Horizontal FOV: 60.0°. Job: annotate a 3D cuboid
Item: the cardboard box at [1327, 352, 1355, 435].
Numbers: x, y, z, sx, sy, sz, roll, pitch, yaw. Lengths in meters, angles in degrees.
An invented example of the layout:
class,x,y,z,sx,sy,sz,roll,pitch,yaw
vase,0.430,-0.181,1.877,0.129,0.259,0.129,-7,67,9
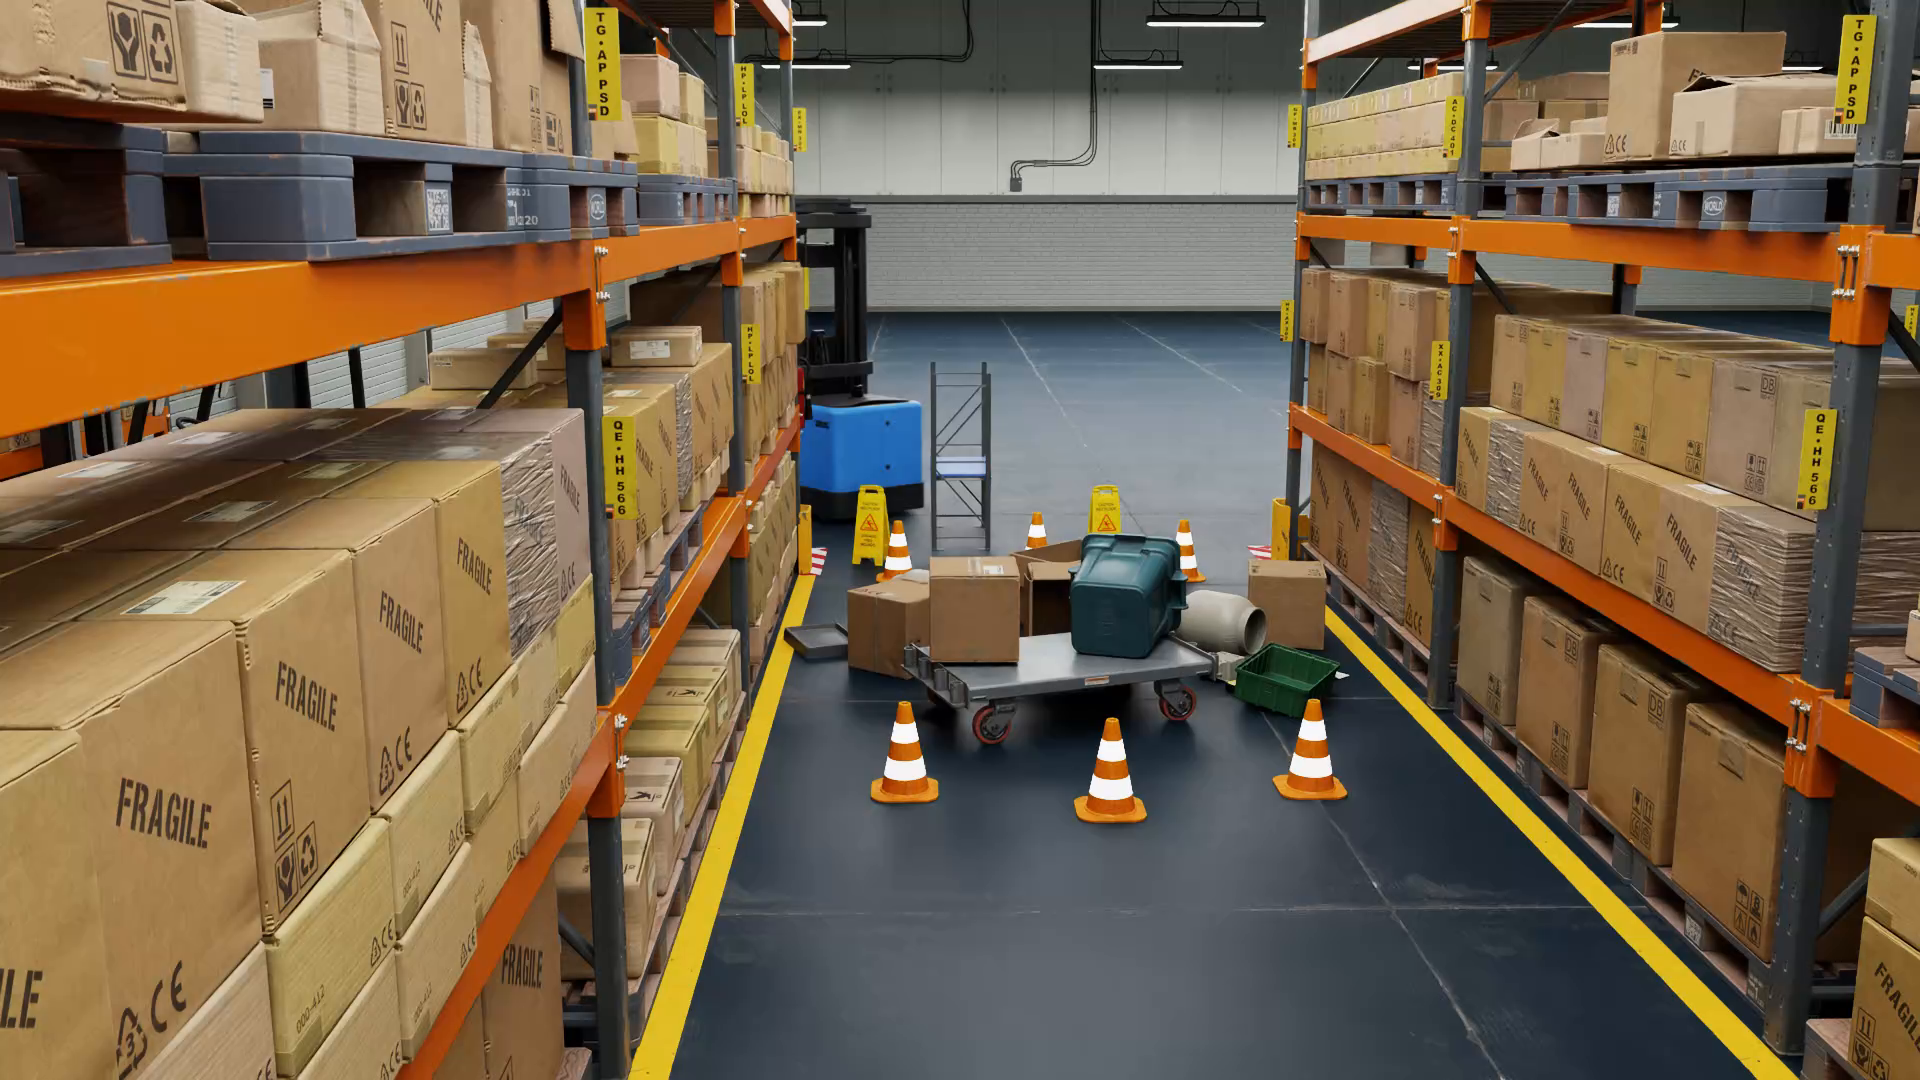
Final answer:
class,x,y,z,sx,sy,sz,roll,pitch,yaw
cardboard box,3.134,-1.064,11.883,0.875,0.550,0.550,0,11,-1

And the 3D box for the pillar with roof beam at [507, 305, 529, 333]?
class,x,y,z,sx,sy,sz,roll,pitch,yaw
pillar with roof beam,-3.702,-7.618,29.474,9.100,9.000,0.548,0,11,-1

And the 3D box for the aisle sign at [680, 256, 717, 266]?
class,x,y,z,sx,sy,sz,roll,pitch,yaw
aisle sign,-2.096,-2.530,12.947,0.394,0.787,0.004,0,11,-1

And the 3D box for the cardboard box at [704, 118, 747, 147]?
class,x,y,z,sx,sy,sz,roll,pitch,yaw
cardboard box,-1.383,-2.252,9.195,0.380,0.149,0.250,0,11,-2

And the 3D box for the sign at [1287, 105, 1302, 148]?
class,x,y,z,sx,sy,sz,roll,pitch,yaw
sign,2.607,-3.222,12.952,0.100,0.325,0.005,0,11,-1

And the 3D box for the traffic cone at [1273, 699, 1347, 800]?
class,x,y,z,sx,sy,sz,roll,pitch,yaw
traffic cone,1.762,1.026,8.339,0.336,0.463,0.334,0,11,-1

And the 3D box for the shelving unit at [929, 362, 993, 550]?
class,x,y,z,sx,sy,sz,roll,pitch,yaw
shelving unit,-0.002,-0.752,14.494,0.538,1.500,1.048,0,11,-1

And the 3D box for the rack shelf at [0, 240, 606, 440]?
class,x,y,z,sx,sy,sz,roll,pitch,yaw
rack shelf,-1.579,-0.375,3.127,1.077,0.370,4.000,0,11,-1

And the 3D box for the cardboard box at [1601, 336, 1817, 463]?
class,x,y,z,sx,sy,sz,roll,pitch,yaw
cardboard box,3.292,-0.628,7.342,0.700,0.500,0.500,0,11,-2

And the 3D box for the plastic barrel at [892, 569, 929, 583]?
class,x,y,z,sx,sy,sz,roll,pitch,yaw
plastic barrel,-0.229,0.422,11.414,0.512,0.421,0.421,9,15,38

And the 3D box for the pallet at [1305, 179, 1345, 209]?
class,x,y,z,sx,sy,sz,roll,pitch,yaw
pallet,3.187,-2.565,12.335,1.003,0.211,1.213,0,11,-1

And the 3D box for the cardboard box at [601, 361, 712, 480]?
class,x,y,z,sx,sy,sz,roll,pitch,yaw
cardboard box,-1.447,-0.558,7.711,0.500,0.500,0.500,0,11,1

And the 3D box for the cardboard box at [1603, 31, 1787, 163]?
class,x,y,z,sx,sy,sz,roll,pitch,yaw
cardboard box,3.011,-1.813,6.850,0.500,0.500,0.500,0,11,-1

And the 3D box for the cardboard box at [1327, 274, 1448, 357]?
class,x,y,z,sx,sy,sz,roll,pitch,yaw
cardboard box,3.110,-1.593,11.776,0.875,0.550,0.550,0,11,-1

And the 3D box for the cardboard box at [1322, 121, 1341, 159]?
class,x,y,z,sx,sy,sz,roll,pitch,yaw
cardboard box,2.927,-2.885,12.011,0.500,0.250,0.500,0,11,-2

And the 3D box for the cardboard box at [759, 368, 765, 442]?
class,x,y,z,sx,sy,sz,roll,pitch,yaw
cardboard box,-1.467,-0.833,10.121,0.500,0.500,0.500,0,11,-1

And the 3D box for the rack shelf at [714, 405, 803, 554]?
class,x,y,z,sx,sy,sz,roll,pitch,yaw
rack shelf,-1.744,-0.495,11.263,1.077,0.370,4.000,0,11,-1

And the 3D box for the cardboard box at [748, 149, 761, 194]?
class,x,y,z,sx,sy,sz,roll,pitch,yaw
cardboard box,-1.458,-2.183,9.861,0.500,0.250,0.500,0,11,-2

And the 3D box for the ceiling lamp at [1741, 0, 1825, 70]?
class,x,y,z,sx,sy,sz,roll,pitch,yaw
ceiling lamp,18.359,-12.187,37.316,2.000,3.185,0.800,0,11,-1

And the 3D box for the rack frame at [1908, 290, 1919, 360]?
class,x,y,z,sx,sy,sz,roll,pitch,yaw
rack frame,8.123,-1.286,13.352,1.000,3.000,0.127,0,11,-1

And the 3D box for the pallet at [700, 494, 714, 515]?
class,x,y,z,sx,sy,sz,roll,pitch,yaw
pallet,-1.832,-0.203,8.499,1.003,0.211,1.213,0,11,-1

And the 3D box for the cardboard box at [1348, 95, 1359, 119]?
class,x,y,z,sx,sy,sz,roll,pitch,yaw
cardboard box,2.876,-2.958,11.368,0.380,0.149,0.250,0,11,-2

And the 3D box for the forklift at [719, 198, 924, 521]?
class,x,y,z,sx,sy,sz,roll,pitch,yaw
forklift,-1.653,-1.847,16.294,1.130,2.935,3.031,-9,15,-38

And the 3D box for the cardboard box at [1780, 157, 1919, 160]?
class,x,y,z,sx,sy,sz,roll,pitch,yaw
cardboard box,3.522,-1.591,6.382,0.500,0.250,0.500,0,11,0

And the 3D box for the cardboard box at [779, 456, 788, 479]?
class,x,y,z,sx,sy,sz,roll,pitch,yaw
cardboard box,-1.431,-0.508,11.860,0.380,0.149,0.250,0,11,0

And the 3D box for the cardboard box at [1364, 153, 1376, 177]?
class,x,y,z,sx,sy,sz,roll,pitch,yaw
cardboard box,2.885,-2.466,10.952,0.380,0.149,0.250,0,11,-1

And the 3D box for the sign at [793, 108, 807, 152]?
class,x,y,z,sx,sy,sz,roll,pitch,yaw
sign,-1.230,-3.147,12.757,0.100,0.325,0.005,0,11,-1

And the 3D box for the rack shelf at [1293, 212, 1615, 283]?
class,x,y,z,sx,sy,sz,roll,pitch,yaw
rack shelf,3.203,-2.005,11.164,1.077,0.370,4.000,0,11,-1

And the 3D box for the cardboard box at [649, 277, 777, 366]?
class,x,y,z,sx,sy,sz,roll,pitch,yaw
cardboard box,-1.483,-1.325,10.030,0.700,0.500,0.500,0,11,-1

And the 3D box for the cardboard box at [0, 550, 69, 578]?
class,x,y,z,sx,sy,sz,roll,pitch,yaw
cardboard box,-1.806,0.310,2.721,0.500,0.500,0.500,0,11,1

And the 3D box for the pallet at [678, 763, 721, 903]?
class,x,y,z,sx,sy,sz,roll,pitch,yaw
pallet,-1.657,1.315,7.548,1.003,0.211,1.213,0,11,-1

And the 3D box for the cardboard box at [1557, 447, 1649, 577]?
class,x,y,z,sx,sy,sz,roll,pitch,yaw
cardboard box,3.015,-0.133,7.419,0.500,0.500,0.500,0,11,0

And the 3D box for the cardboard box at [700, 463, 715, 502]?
class,x,y,z,sx,sy,sz,roll,pitch,yaw
cardboard box,-1.378,-0.277,7.957,0.380,0.149,0.250,0,11,-1

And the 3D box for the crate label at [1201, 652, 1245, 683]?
class,x,y,z,sx,sy,sz,roll,pitch,yaw
crate label,1.629,0.786,10.339,0.298,0.136,0.250,-10,15,-40

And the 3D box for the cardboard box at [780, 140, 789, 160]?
class,x,y,z,sx,sy,sz,roll,pitch,yaw
cardboard box,-1.483,-2.917,12.474,0.380,0.149,0.250,0,11,-1

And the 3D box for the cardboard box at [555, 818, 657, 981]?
class,x,y,z,sx,sy,sz,roll,pitch,yaw
cardboard box,-1.622,1.315,6.086,0.950,0.372,0.625,-1,12,-5

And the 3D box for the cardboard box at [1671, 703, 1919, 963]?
class,x,y,z,sx,sy,sz,roll,pitch,yaw
cardboard box,3.404,1.080,6.293,1.050,0.750,0.750,0,11,-2

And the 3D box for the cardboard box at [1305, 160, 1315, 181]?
class,x,y,z,sx,sy,sz,roll,pitch,yaw
cardboard box,2.848,-2.818,12.683,0.380,0.149,0.250,0,11,-1

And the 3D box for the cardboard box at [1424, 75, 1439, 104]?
class,x,y,z,sx,sy,sz,roll,pitch,yaw
cardboard box,2.913,-2.604,9.627,0.380,0.149,0.250,0,11,-1

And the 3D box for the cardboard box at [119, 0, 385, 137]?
class,x,y,z,sx,sy,sz,roll,pitch,yaw
cardboard box,-1.225,-0.834,2.864,0.396,0.266,0.258,1,11,4

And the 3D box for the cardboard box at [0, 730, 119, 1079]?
class,x,y,z,sx,sy,sz,roll,pitch,yaw
cardboard box,-1.259,0.513,1.721,0.500,0.500,0.500,0,11,0

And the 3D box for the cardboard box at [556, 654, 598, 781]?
class,x,y,z,sx,sy,sz,roll,pitch,yaw
cardboard box,-1.350,0.518,4.838,0.500,0.250,0.500,-1,11,-3

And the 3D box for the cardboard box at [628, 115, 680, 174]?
class,x,y,z,sx,sy,sz,roll,pitch,yaw
cardboard box,-1.531,-1.735,7.342,0.500,0.250,0.500,0,11,0

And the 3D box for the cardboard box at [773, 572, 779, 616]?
class,x,y,z,sx,sy,sz,roll,pitch,yaw
cardboard box,-1.481,0.362,11.090,0.500,0.250,0.500,0,11,-2

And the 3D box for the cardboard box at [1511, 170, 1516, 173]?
class,x,y,z,sx,sy,sz,roll,pitch,yaw
cardboard box,3.561,-2.317,10.214,0.380,0.149,0.250,0,11,-2

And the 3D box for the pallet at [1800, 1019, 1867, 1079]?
class,x,y,z,sx,sy,sz,roll,pitch,yaw
pallet,3.342,1.827,5.024,1.003,0.211,1.213,0,11,-1

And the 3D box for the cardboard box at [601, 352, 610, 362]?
class,x,y,z,sx,sy,sz,roll,pitch,yaw
cardboard box,-1.969,-0.657,8.195,0.500,0.500,0.500,0,11,-1

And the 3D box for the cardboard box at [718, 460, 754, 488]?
class,x,y,z,sx,sy,sz,roll,pitch,yaw
cardboard box,-1.388,-0.391,9.572,0.380,0.149,0.250,0,11,-1

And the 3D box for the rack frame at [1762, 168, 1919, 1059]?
class,x,y,z,sx,sy,sz,roll,pitch,yaw
rack frame,3.327,0.305,5.512,1.000,3.000,0.127,0,11,-1

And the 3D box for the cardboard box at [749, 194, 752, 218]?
class,x,y,z,sx,sy,sz,roll,pitch,yaw
cardboard box,-1.489,-2.064,10.276,0.380,0.149,0.250,-1,11,-3

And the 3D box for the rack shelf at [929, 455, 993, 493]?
class,x,y,z,sx,sy,sz,roll,pitch,yaw
rack shelf,-0.002,-0.576,14.529,0.538,0.185,1.000,0,11,-1

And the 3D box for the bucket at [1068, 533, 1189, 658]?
class,x,y,z,sx,sy,sz,roll,pitch,yaw
bucket,0.937,0.351,9.692,0.726,0.611,0.620,4,22,18

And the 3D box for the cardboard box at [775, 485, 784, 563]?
class,x,y,z,sx,sy,sz,roll,pitch,yaw
cardboard box,-1.490,-0.108,11.523,0.500,0.500,0.500,-1,11,-2

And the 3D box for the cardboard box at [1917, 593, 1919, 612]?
class,x,y,z,sx,sy,sz,roll,pitch,yaw
cardboard box,3.136,0.173,4.988,0.380,0.149,0.250,0,11,1
